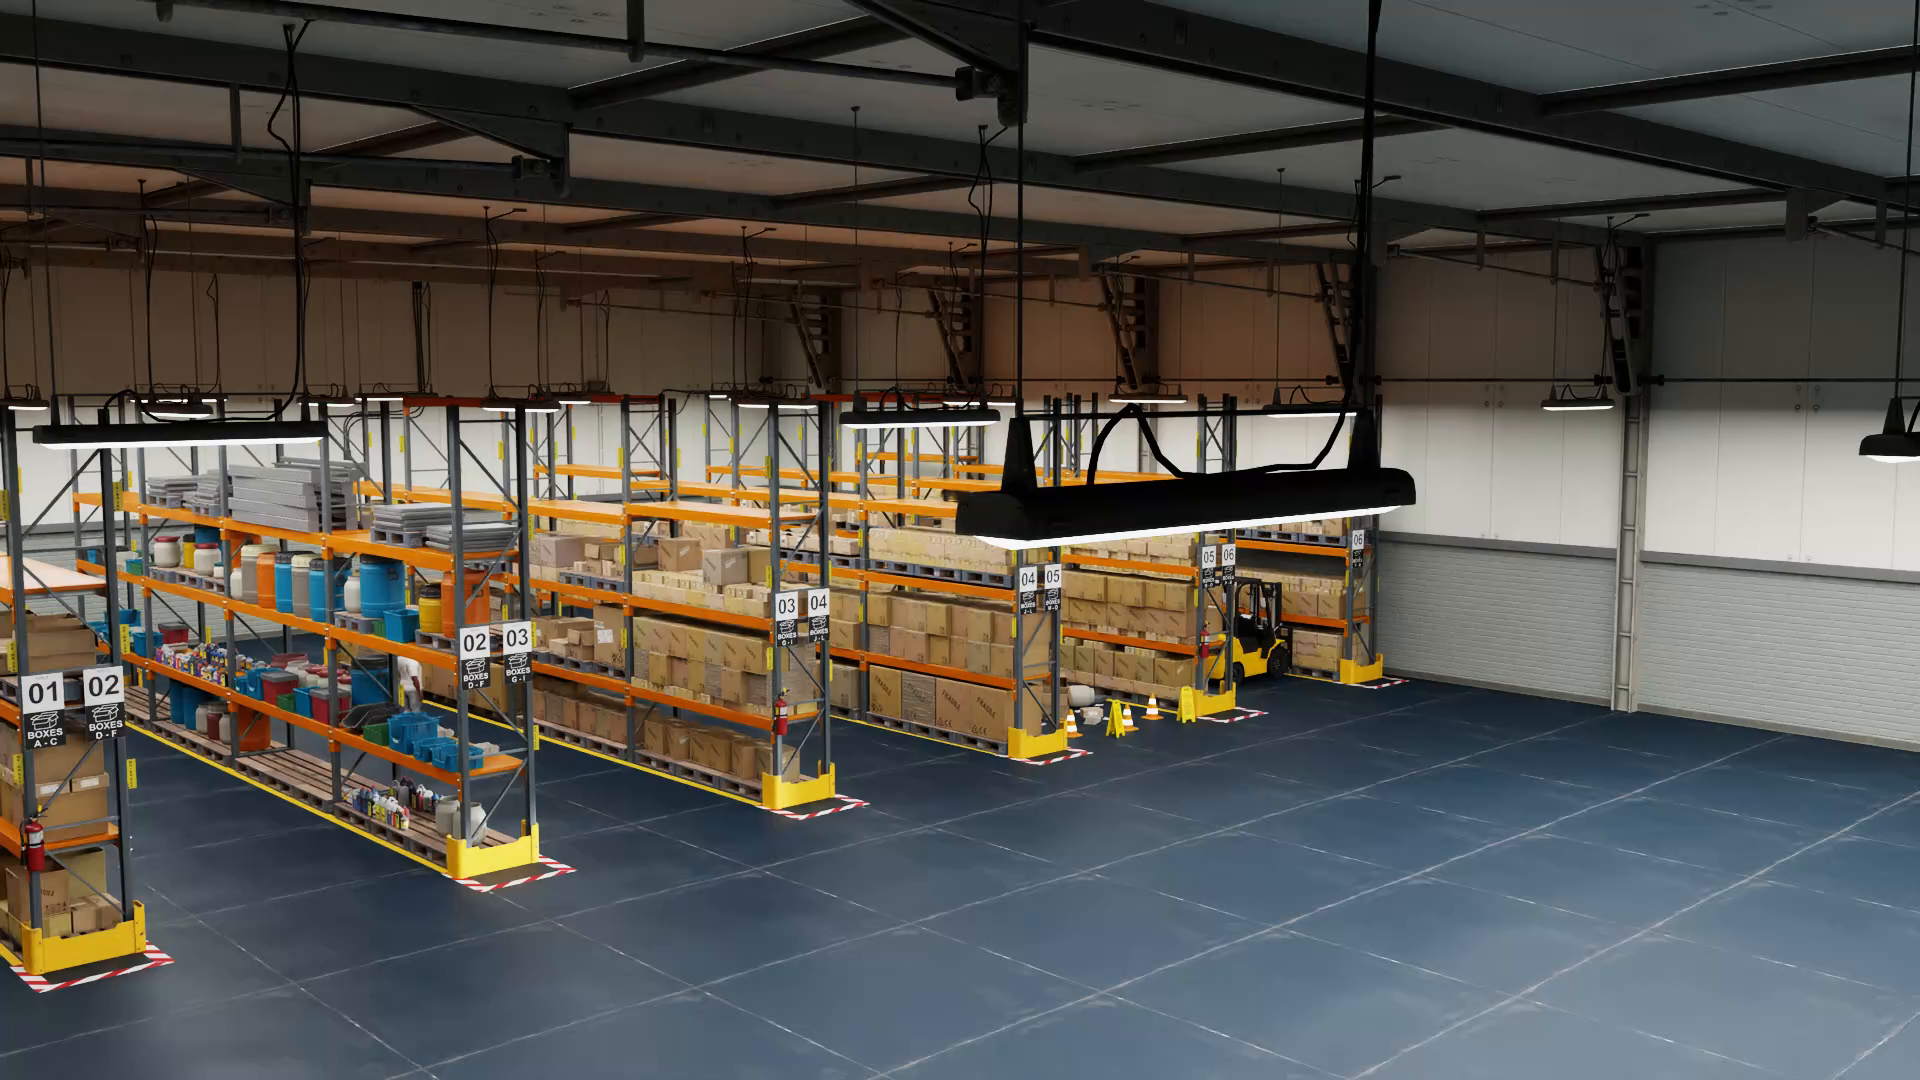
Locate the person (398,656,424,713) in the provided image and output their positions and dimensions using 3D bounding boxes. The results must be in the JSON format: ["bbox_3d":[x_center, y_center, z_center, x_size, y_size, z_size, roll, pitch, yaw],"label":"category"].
[{"bbox_3d":[-9.609,2.643,29.131,0.587,1.797,0.411,4,7,33],"label":"person"}]
